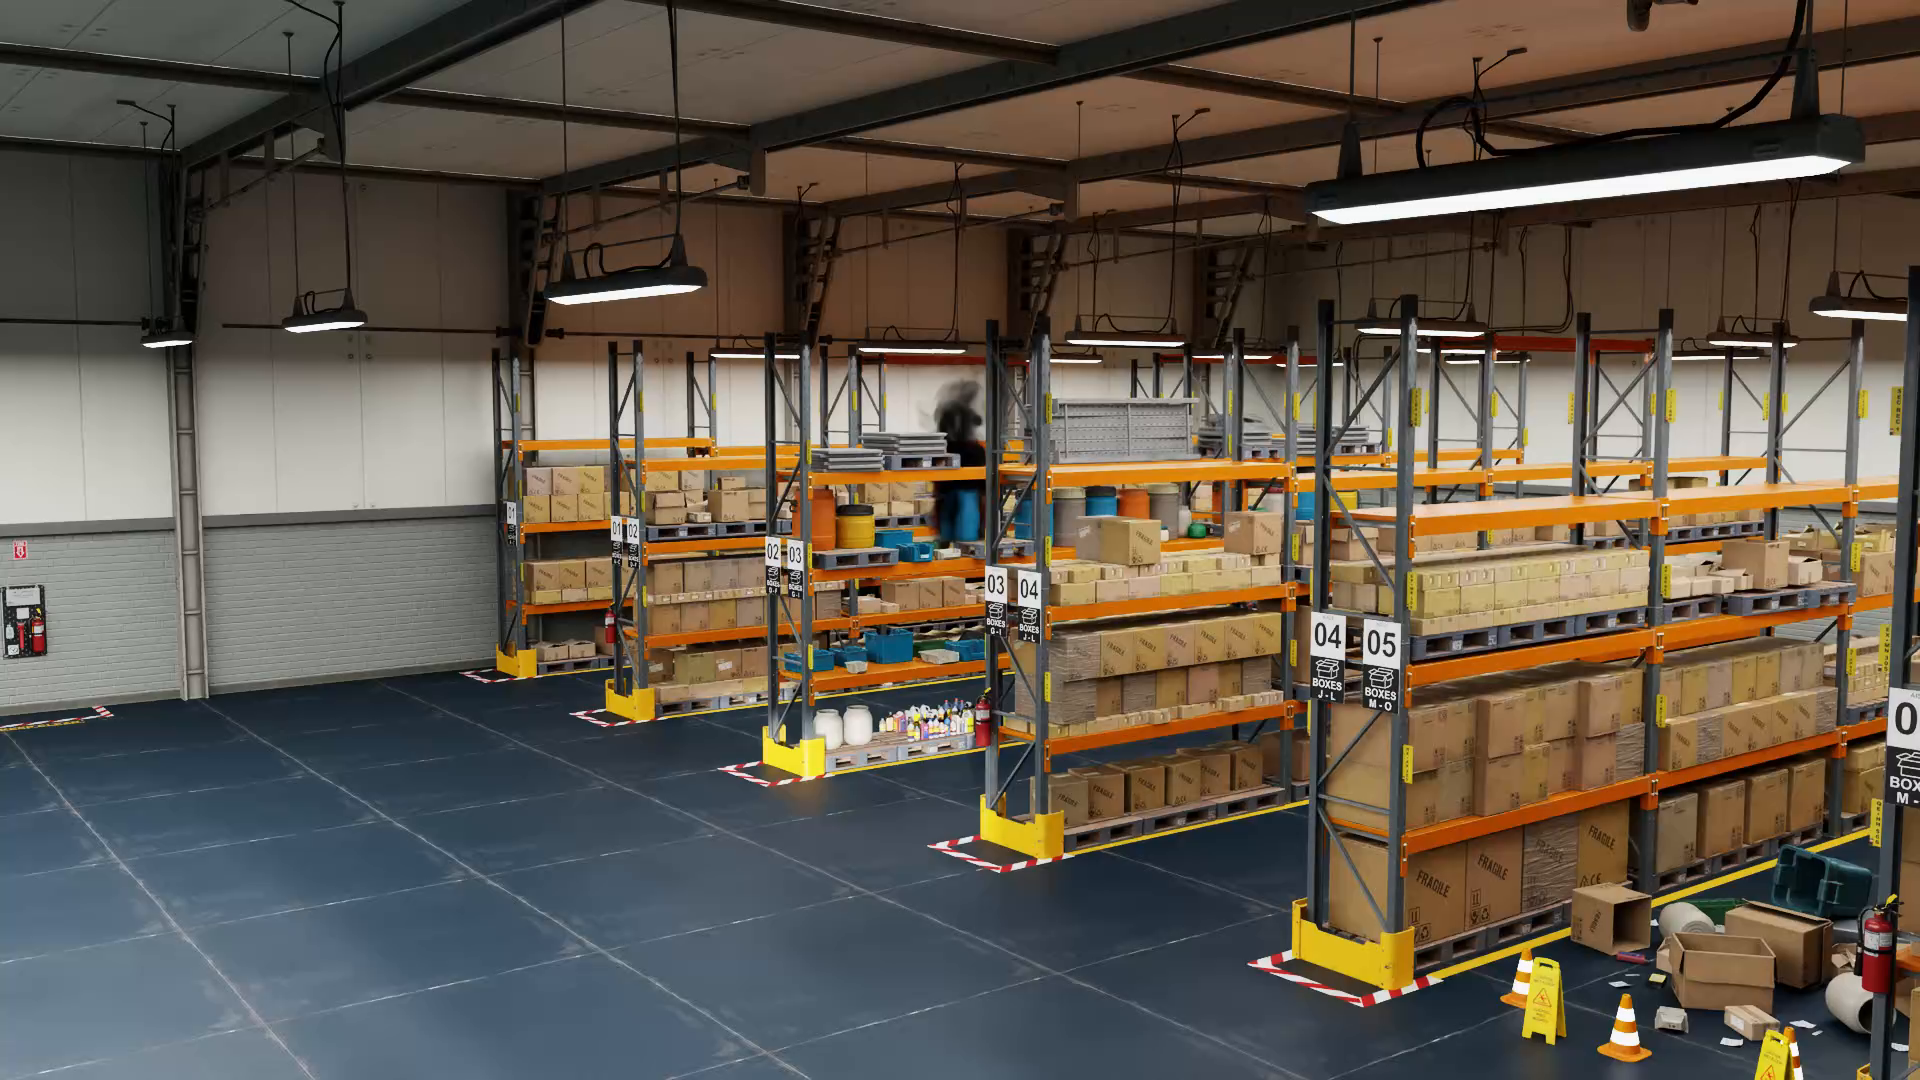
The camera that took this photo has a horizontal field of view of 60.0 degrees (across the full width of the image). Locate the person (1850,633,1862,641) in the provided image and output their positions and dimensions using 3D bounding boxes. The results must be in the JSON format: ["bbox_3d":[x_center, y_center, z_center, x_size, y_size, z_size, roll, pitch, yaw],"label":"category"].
[{"bbox_3d":[13.123,2.196,24.320,0.843,1.672,0.582,-3,6,-29],"label":"person"}]
